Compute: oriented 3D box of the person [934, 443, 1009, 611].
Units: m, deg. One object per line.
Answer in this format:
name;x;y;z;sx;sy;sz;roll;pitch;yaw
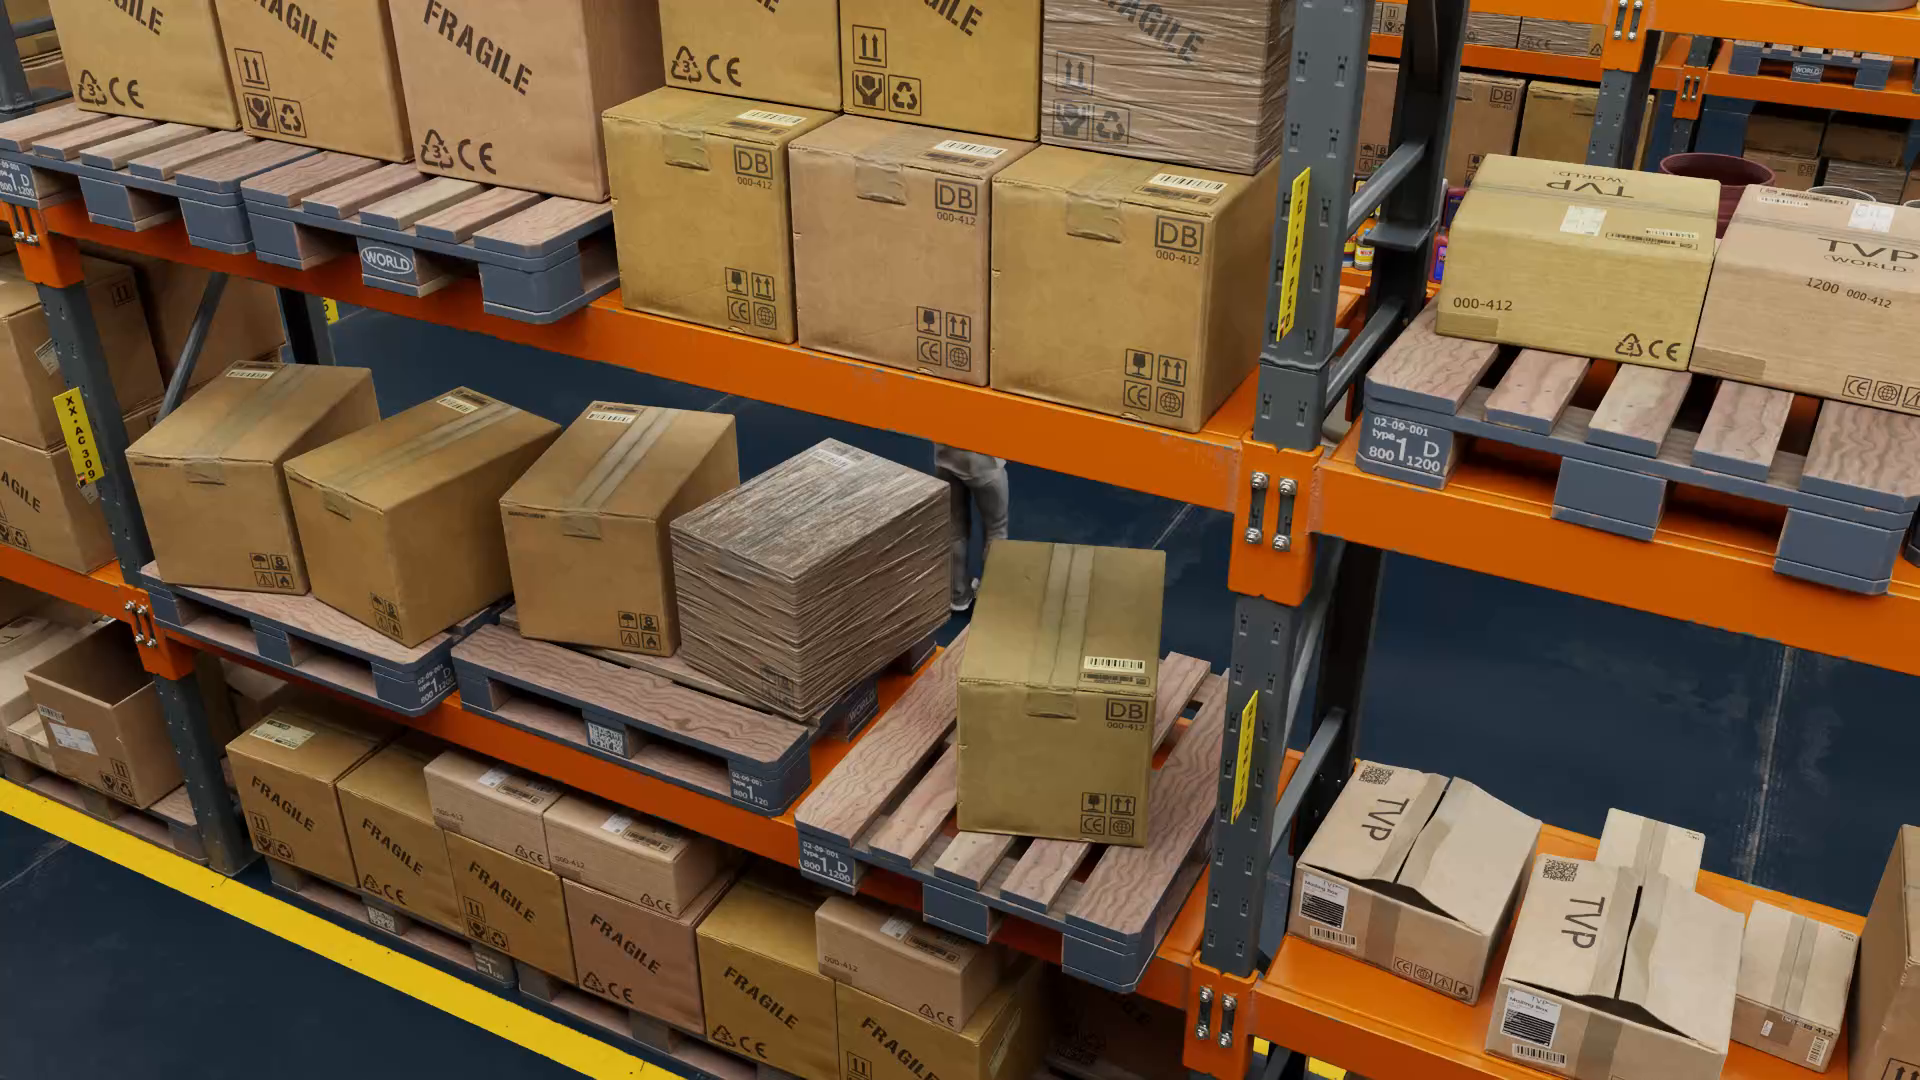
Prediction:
person;0.080;-0.382;7.780;0.444;1.599;0.442;20;36;30
